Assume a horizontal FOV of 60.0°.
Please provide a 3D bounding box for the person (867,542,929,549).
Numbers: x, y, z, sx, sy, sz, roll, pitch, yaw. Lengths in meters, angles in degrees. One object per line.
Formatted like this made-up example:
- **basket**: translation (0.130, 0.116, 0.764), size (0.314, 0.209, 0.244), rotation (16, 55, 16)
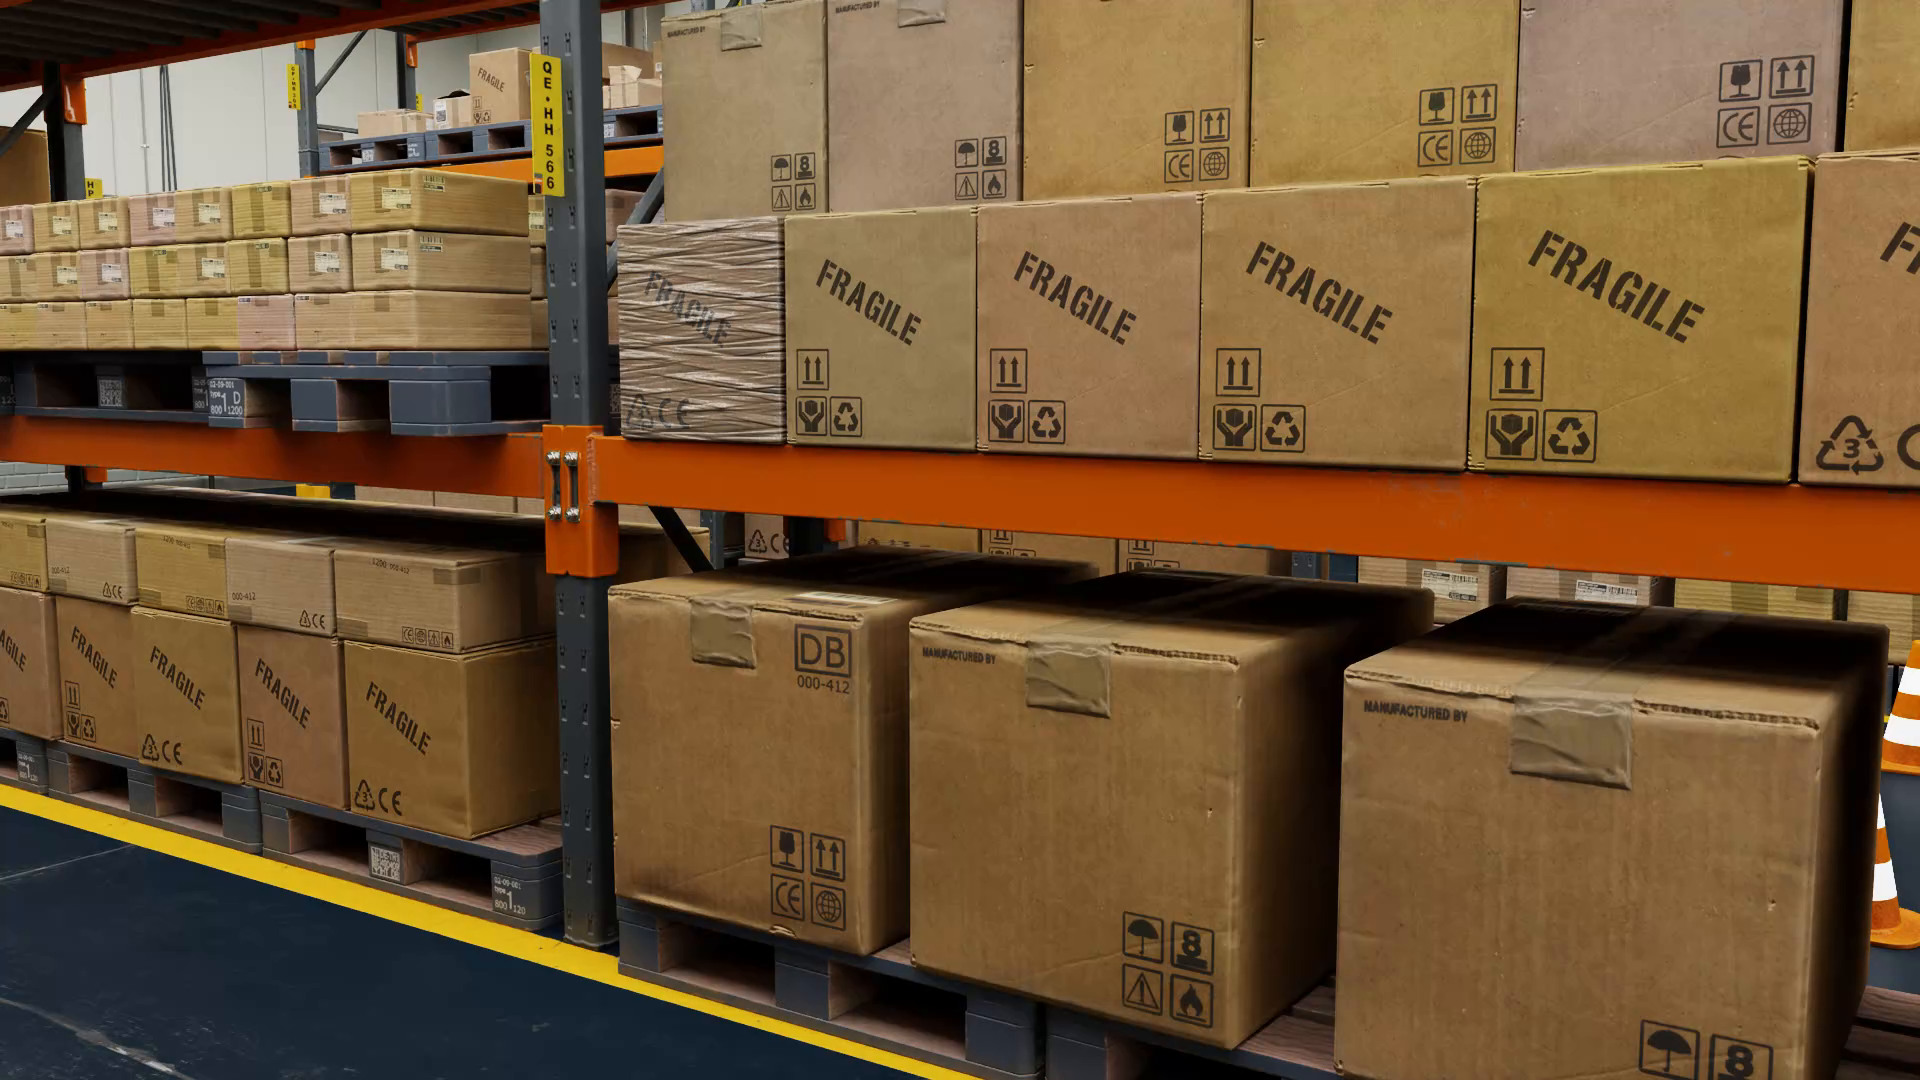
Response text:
- **person**: translation (-0.350, 0.413, 6.552), size (0.459, 0.774, 0.867), rotation (4, 8, 32)
